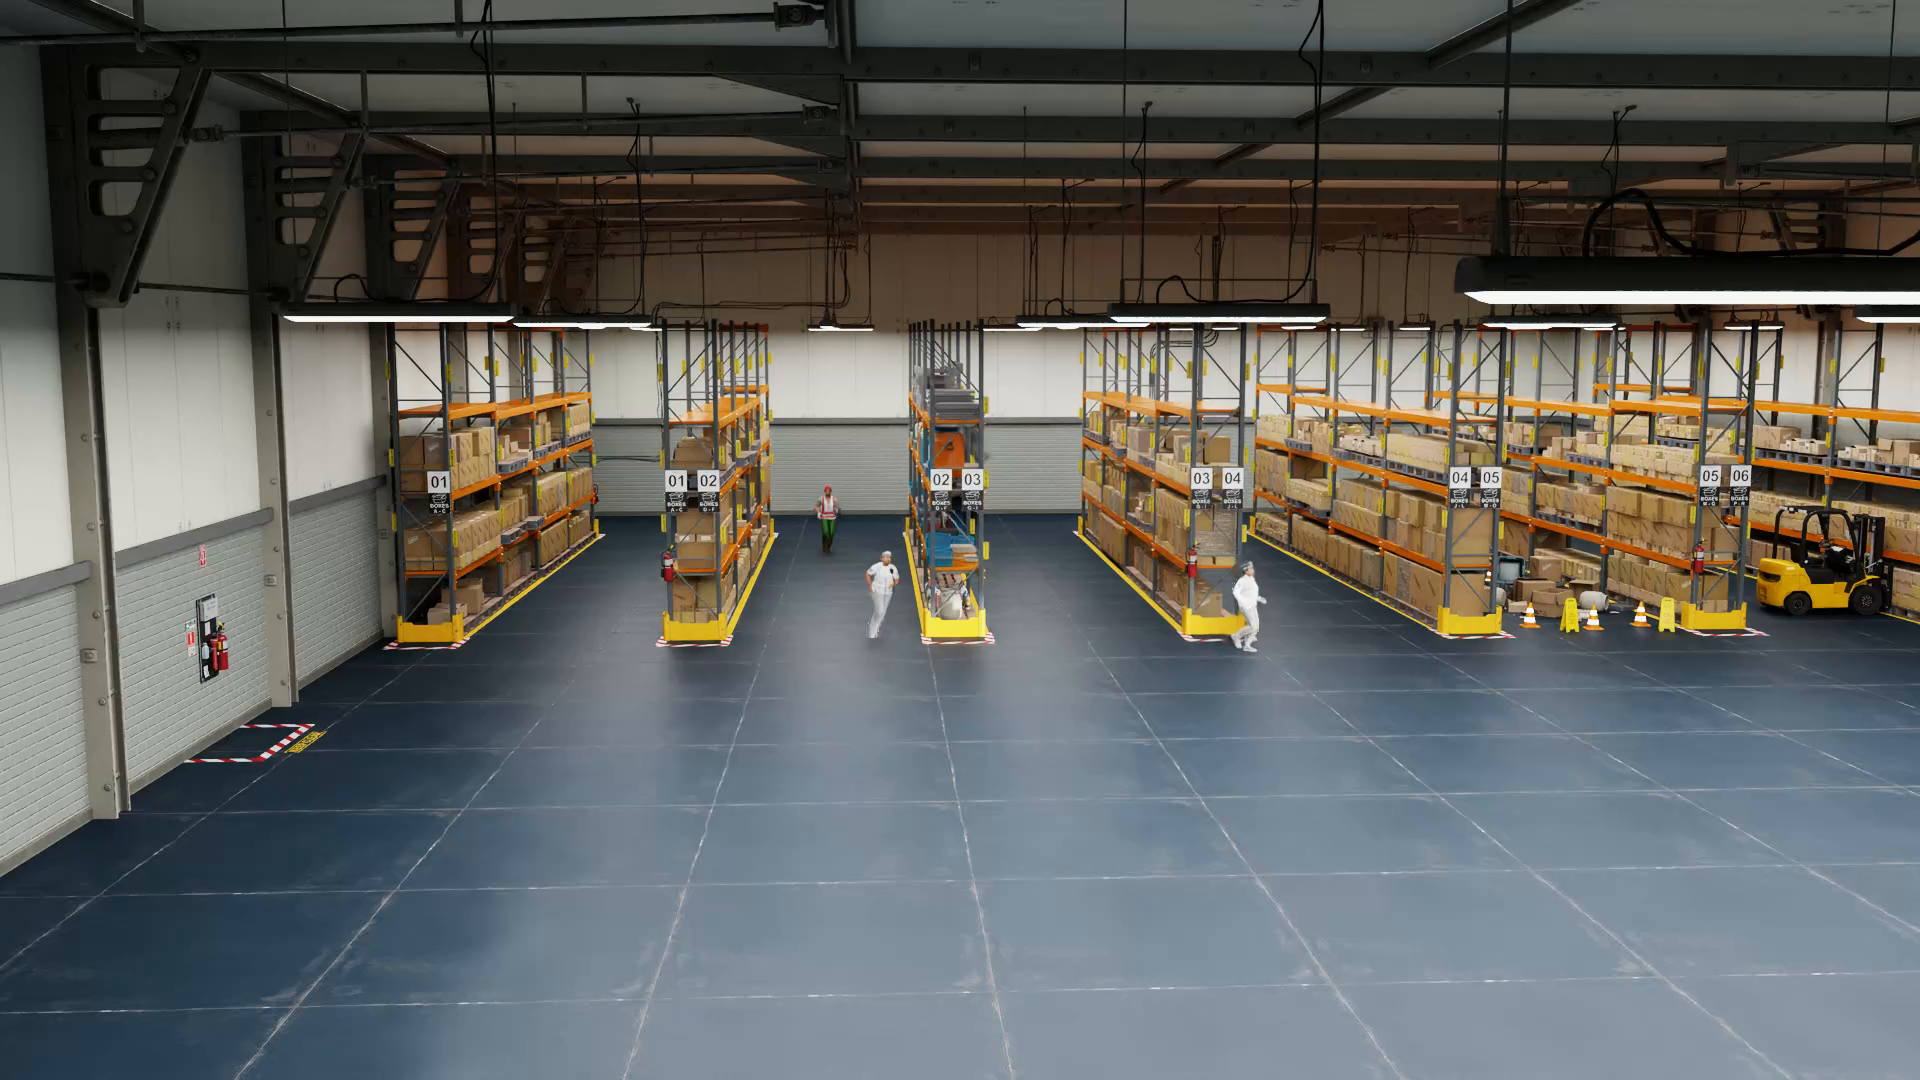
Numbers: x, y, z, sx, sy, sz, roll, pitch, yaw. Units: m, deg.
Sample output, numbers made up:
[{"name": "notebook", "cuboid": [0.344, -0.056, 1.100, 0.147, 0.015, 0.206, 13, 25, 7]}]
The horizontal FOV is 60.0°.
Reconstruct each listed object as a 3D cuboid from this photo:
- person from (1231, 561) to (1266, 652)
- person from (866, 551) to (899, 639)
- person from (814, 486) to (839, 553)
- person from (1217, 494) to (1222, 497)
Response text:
[{"name": "person", "cuboid": [5.208, 1.200, 30.048, 0.553, 1.648, 0.641, 5, 9, 35]}, {"name": "person", "cuboid": [-1.463, 1.039, 31.529, 0.631, 1.666, 0.608, -3, 8, -25]}, {"name": "person", "cuboid": [-3.446, -0.528, 43.495, 0.640, 1.767, 0.620, -2, 7, -15]}, {"name": "person", "cuboid": [7.187, -0.873, 46.912, 0.611, 1.602, 0.612, 0, 7, 0]}]
